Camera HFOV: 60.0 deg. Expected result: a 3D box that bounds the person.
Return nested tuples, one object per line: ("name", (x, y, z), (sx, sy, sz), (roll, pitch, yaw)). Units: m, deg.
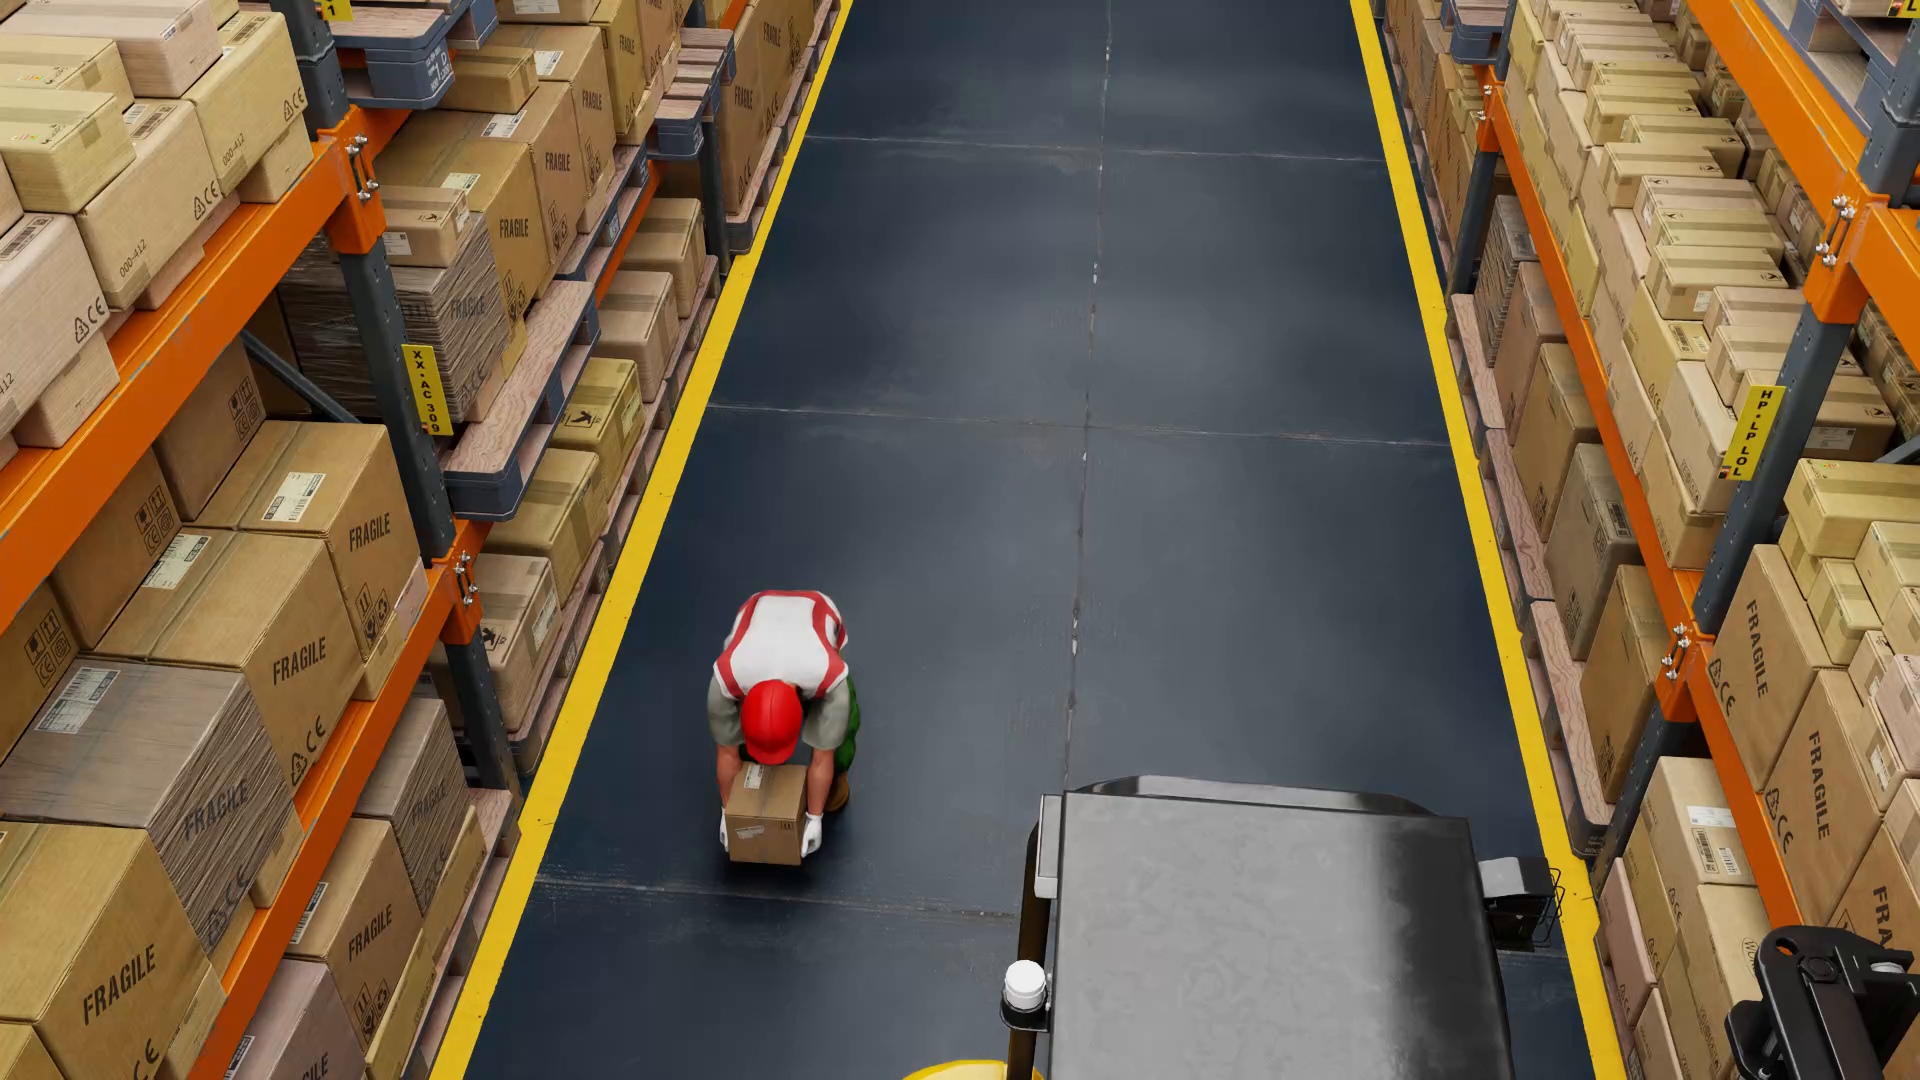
("person", (-0.626, 0.646, 5.985), (0.526, 0.993, 0.926), (2, 40, 2))
